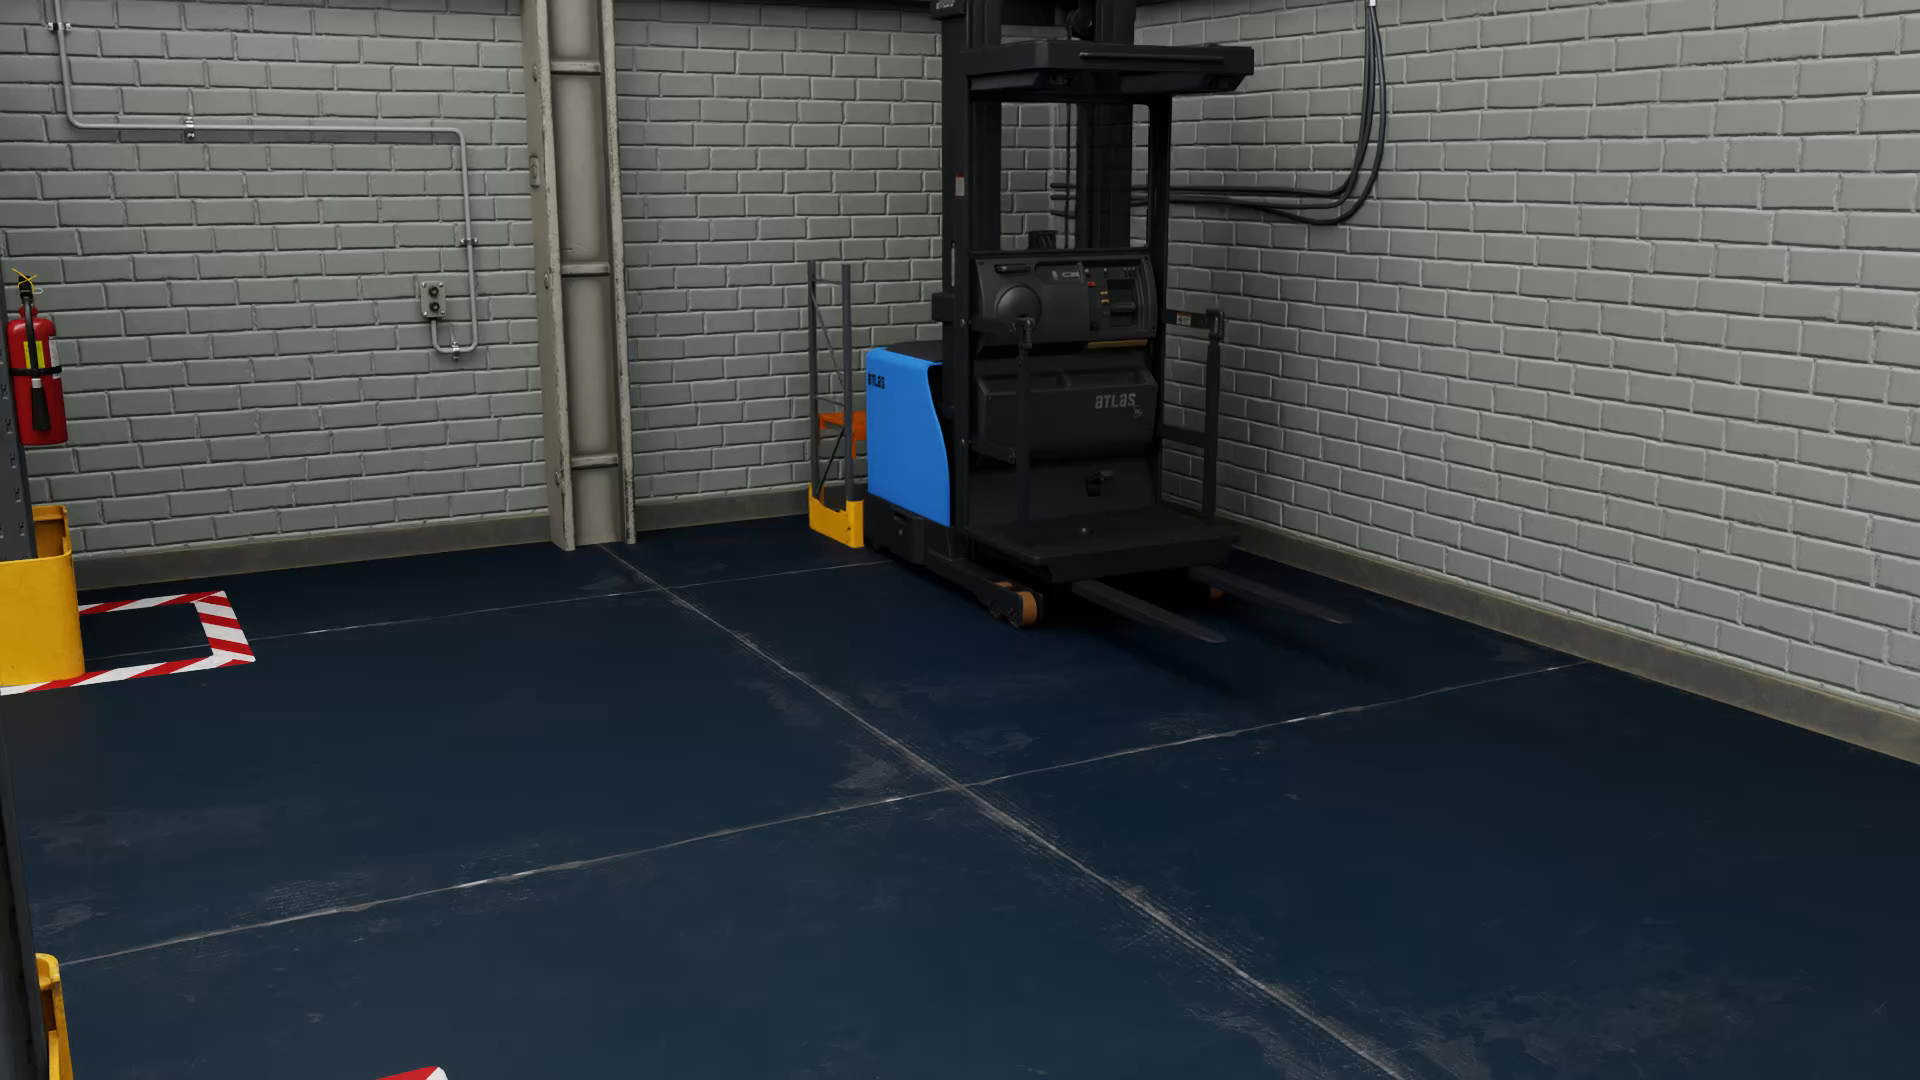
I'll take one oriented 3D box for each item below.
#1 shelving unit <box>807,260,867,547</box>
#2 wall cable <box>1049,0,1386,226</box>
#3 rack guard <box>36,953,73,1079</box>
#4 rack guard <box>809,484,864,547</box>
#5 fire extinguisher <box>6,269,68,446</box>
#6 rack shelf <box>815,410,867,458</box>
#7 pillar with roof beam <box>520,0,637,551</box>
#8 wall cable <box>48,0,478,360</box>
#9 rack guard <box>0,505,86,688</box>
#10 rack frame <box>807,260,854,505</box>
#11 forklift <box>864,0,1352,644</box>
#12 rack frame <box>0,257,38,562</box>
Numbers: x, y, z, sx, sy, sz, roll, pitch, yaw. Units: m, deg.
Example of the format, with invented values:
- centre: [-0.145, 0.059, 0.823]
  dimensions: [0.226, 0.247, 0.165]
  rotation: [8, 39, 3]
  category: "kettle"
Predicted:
- centre: [-0.246, -0.803, 9.261]
  dimensions: [1.083, 1.500, 0.587]
  rotation: [-7, 14, -28]
  category: "shelving unit"
- centre: [1.178, -2.943, 8.765]
  dimensions: [0.112, 2.526, 3.097]
  rotation: [-7, 14, -28]
  category: "wall cable"
- centre: [-1.647, 1.176, 2.744]
  dimensions: [0.348, 0.500, 1.175]
  rotation: [-7, 14, -28]
  category: "rack guard"
- centre: [-0.684, -0.141, 9.167]
  dimensions: [0.087, 0.250, 0.587]
  rotation: [-7, 14, -28]
  category: "rack guard"
- centre: [-3.604, -0.713, 6.470]
  dimensions: [0.183, 0.674, 0.296]
  rotation: [-7, 14, -28]
  category: "fire extinguisher"
- centre: [-0.254, -0.627, 9.297]
  dimensions: [1.000, 0.185, 0.538]
  rotation: [-7, 14, -28]
  category: "rack shelf"
- centre: [0.061, -3.553, 4.403]
  dimensions: [0.400, 9.000, 9.100]
  rotation: [-7, 14, -28]
  category: "pillar with roof beam"
- centre: [-3.287, -1.818, 8.042]
  dimensions: [1.851, 1.984, 0.084]
  rotation: [-7, 14, -28]
  category: "wall cable"
- centre: [-3.936, 0.212, 7.031]
  dimensions: [0.348, 0.500, 1.175]
  rotation: [-7, 14, -28]
  category: "rack guard"
- centre: [-0.701, -0.749, 9.021]
  dimensions: [0.032, 1.500, 0.500]
  rotation: [-7, 14, -28]
  category: "rack frame"
- centre: [0.598, -1.151, 7.546]
  dimensions: [1.130, 2.935, 3.031]
  rotation: [-6, 14, -26]
  category: "forklift"
- centre: [-3.957, -1.005, 6.745]
  dimensions: [0.127, 3.000, 1.000]
  rotation: [-7, 14, -28]
  category: "rack frame"
